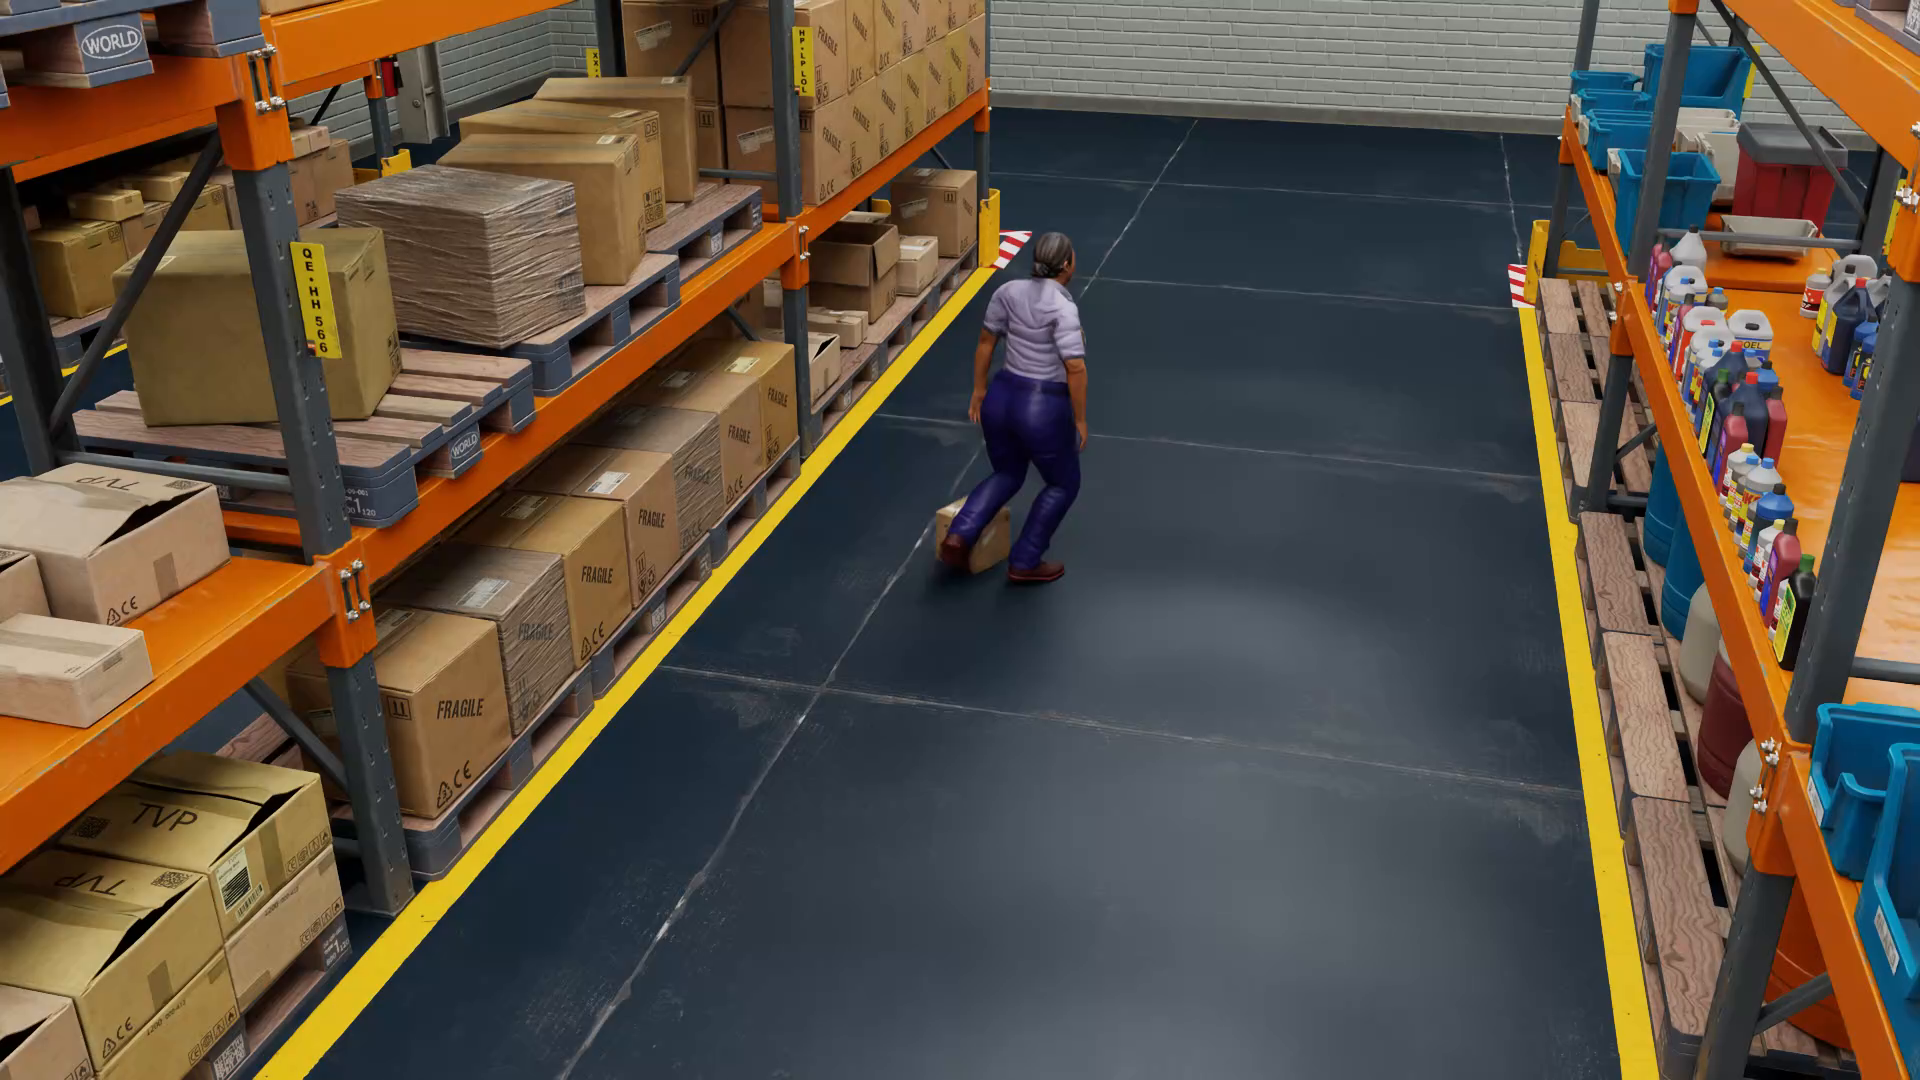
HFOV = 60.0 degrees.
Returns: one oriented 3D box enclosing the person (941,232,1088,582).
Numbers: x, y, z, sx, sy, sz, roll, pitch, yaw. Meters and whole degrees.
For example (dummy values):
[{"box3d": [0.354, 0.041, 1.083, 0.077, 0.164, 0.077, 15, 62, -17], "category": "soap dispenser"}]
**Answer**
[{"box3d": [0.245, -0.547, 7.350, 0.646, 1.591, 0.640, -23, 34, -39], "category": "person"}]
